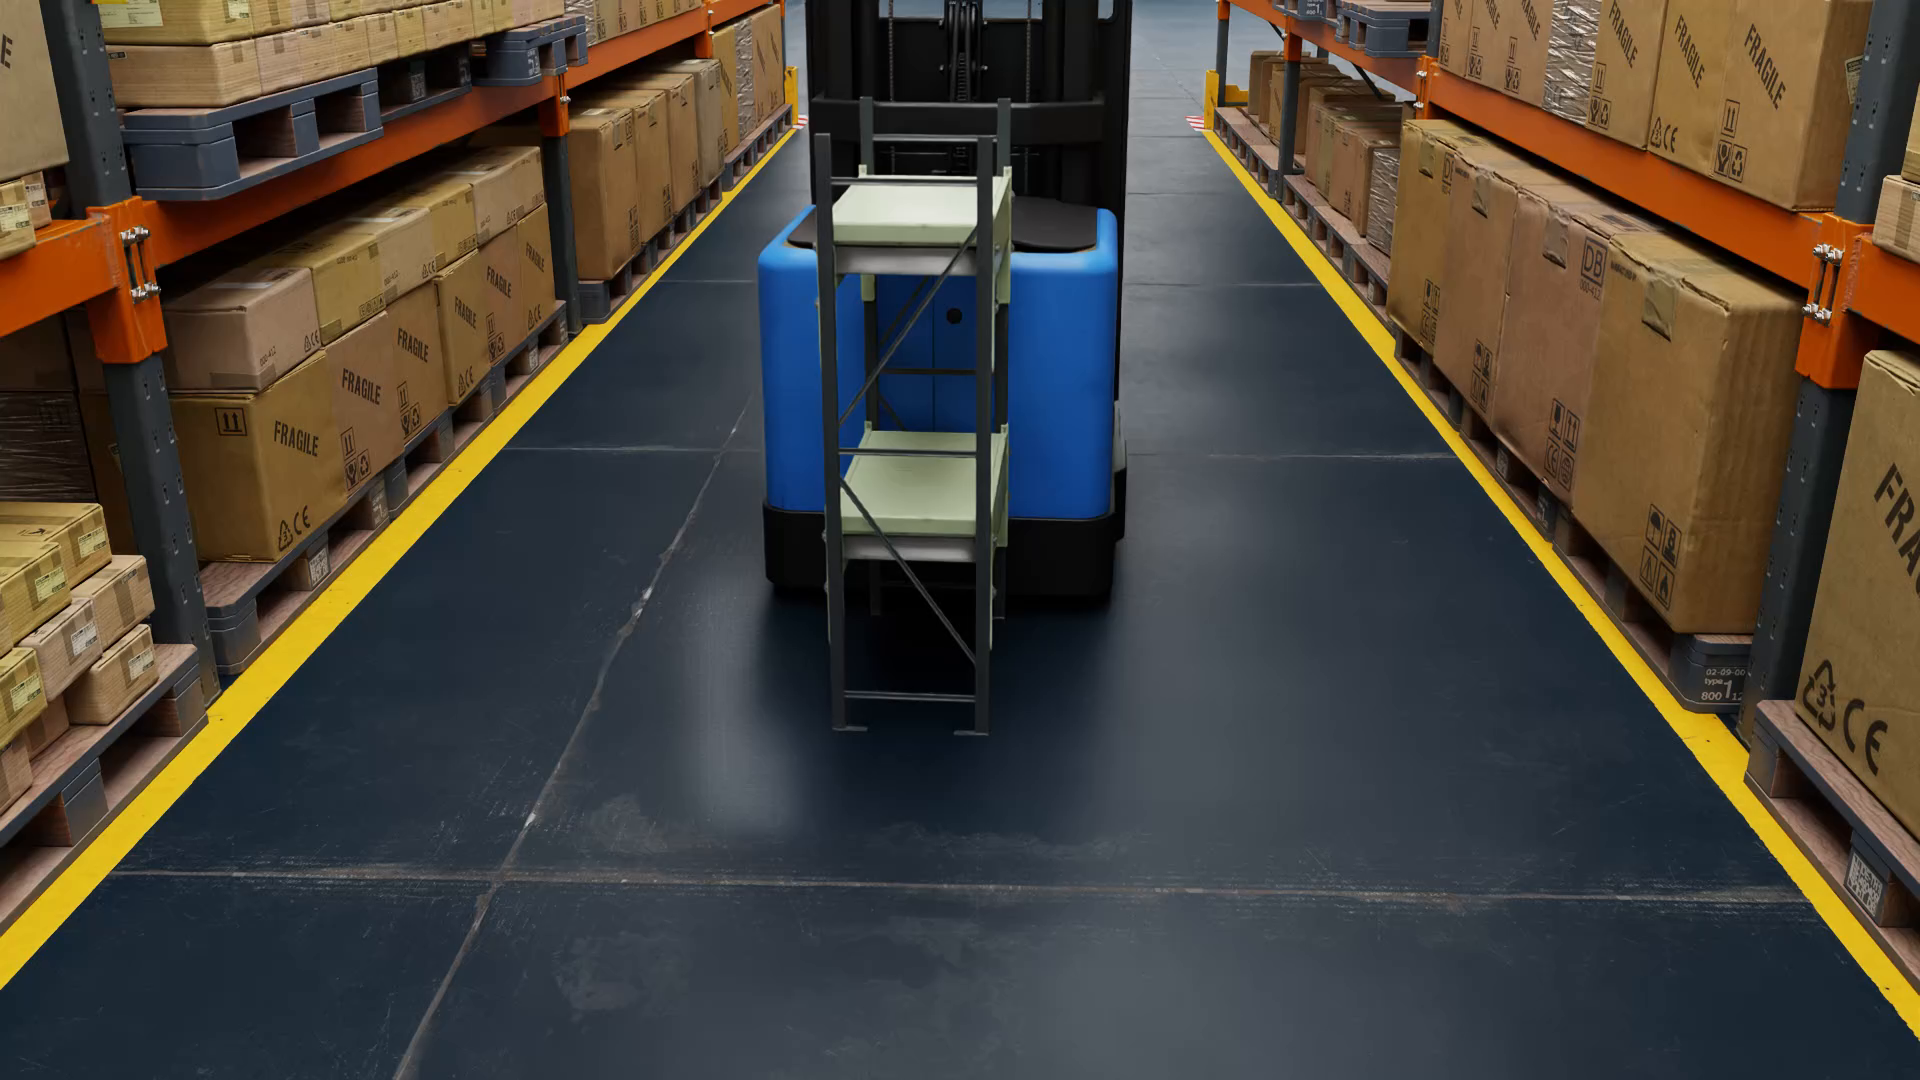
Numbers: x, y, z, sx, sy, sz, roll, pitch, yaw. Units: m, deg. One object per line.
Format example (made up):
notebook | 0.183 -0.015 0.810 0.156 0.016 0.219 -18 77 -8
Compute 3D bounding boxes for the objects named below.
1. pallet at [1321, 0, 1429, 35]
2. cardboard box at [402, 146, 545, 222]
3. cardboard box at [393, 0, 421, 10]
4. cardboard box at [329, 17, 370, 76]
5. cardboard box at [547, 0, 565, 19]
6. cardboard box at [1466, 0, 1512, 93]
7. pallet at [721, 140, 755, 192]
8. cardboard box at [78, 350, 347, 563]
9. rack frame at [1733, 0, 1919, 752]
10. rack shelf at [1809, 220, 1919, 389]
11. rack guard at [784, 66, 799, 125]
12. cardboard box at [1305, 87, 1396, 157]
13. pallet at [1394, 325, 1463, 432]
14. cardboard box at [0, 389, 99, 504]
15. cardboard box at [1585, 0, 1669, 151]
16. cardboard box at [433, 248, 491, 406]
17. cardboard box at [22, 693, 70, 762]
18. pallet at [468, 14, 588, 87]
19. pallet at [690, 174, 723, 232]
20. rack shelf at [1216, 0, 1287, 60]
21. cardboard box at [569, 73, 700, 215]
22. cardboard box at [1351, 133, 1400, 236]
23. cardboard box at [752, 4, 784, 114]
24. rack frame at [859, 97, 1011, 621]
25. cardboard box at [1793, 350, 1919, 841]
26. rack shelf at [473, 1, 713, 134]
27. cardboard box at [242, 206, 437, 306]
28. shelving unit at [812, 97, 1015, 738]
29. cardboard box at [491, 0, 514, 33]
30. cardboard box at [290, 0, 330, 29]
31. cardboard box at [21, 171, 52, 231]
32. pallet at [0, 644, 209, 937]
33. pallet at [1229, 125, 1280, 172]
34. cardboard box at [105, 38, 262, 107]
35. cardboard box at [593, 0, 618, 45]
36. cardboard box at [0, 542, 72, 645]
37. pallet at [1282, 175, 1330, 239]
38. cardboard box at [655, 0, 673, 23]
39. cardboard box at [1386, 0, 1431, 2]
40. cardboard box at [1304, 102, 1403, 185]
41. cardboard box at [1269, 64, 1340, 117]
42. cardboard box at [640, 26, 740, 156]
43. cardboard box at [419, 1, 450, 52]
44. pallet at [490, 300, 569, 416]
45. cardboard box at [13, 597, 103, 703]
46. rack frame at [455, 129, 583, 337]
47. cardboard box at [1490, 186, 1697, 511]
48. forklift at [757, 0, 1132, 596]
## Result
pallet | 2.617 -2.948 9.244 1.003 0.211 1.213 1 21 2
cardboard box | -2.116 -1.542 7.194 0.500 0.250 0.500 0 21 0
cardboard box | -1.972 -1.795 5.364 0.380 0.149 0.250 0 21 1
cardboard box | -1.984 -1.463 4.920 0.380 0.149 0.250 1 21 2
cardboard box | -1.913 -2.307 7.095 0.380 0.149 0.250 1 21 3
cardboard box | 2.297 -2.008 6.420 0.500 0.500 0.500 0 21 0
pallet | -2.134 -2.832 12.537 1.003 0.211 1.213 1 21 2
cardboard box | -2.191 -0.260 4.929 0.500 0.500 0.500 1 21 4
rack frame | 2.476 -0.875 3.636 1.000 3.000 0.127 1 21 2
rack shelf | 2.415 0.184 1.903 1.077 0.370 4.000 1 21 2
rack guard | -2.113 -4.148 15.528 1.175 0.500 0.348 1 21 2
cardboard box | 2.771 -2.942 11.839 0.500 0.500 0.500 0 21 0
pallet | 2.498 -0.737 7.136 1.003 0.211 1.213 1 21 2
cardboard box | -2.708 -0.267 4.944 0.500 0.500 0.500 0 21 1
cardboard box | 2.248 -1.461 5.010 0.500 0.500 0.500 0 21 1
cardboard box | -2.135 -0.823 6.377 0.500 0.500 0.500 0 21 -1
cardboard box | -2.242 0.406 3.696 0.380 0.149 0.250 1 21 3
pallet | -2.272 -2.064 6.966 1.213 0.211 1.003 1 21 2
pallet | -2.184 -2.278 11.109 1.003 0.211 1.213 1 21 2
rack shelf | 2.780 -4.155 13.085 1.077 0.370 4.000 1 21 2
cardboard box | -2.198 -2.431 10.177 1.050 0.750 0.750 1 21 2
cardboard box | 2.612 -2.009 9.407 0.700 0.500 0.500 2 21 6
cardboard box | -2.068 -4.264 14.728 0.875 0.875 0.875 1 21 2
rack frame | -0.066 -0.469 4.664 0.400 1.500 0.023 2 21 4
cardboard box | 2.376 0.158 3.332 0.875 0.875 0.875 1 21 2
rack shelf | -2.296 -2.800 9.593 1.077 0.370 4.000 1 21 2
cardboard box | -2.159 -0.987 5.764 0.500 0.250 0.500 1 21 4
shelving unit | -0.096 -0.337 4.324 0.431 1.500 0.755 2 21 4
cardboard box | -1.941 -2.034 6.392 0.380 0.149 0.250 0 21 1
cardboard box | -1.994 -1.508 4.623 0.380 0.149 0.250 1 21 3
cardboard box | -2.253 -0.743 3.644 0.380 0.149 0.250 0 21 1
pallet | -2.464 0.577 3.749 1.003 0.211 1.213 1 21 2
pallet | 2.739 -3.153 13.362 1.003 0.211 1.213 1 21 2
cardboard box | -2.007 -1.182 4.195 0.380 0.149 0.250 0 21 -1
cardboard box | -2.061 -2.802 8.465 0.500 0.500 0.500 0 21 1
cardboard box | -2.198 0.115 3.625 0.380 0.149 0.250 1 21 2
pallet | 2.697 -2.186 10.870 1.003 0.211 1.213 1 21 2
cardboard box | -2.015 -3.348 9.872 0.500 0.500 0.500 1 21 2
cardboard box | 2.491 -2.962 8.297 0.700 0.500 0.500 4 22 10
cardboard box | 2.679 -2.585 10.892 0.700 0.500 0.500 -1 21 -3
cardboard box | 2.783 -3.576 13.473 0.500 0.500 0.500 3 21 7
cardboard box | -2.146 -3.290 12.219 0.875 0.875 0.875 1 21 2
cardboard box | -1.962 -1.745 5.646 0.380 0.149 0.250 0 21 -1
pallet | -2.382 -0.830 7.375 1.003 0.211 1.213 1 21 2
cardboard box | -2.166 0.244 3.702 0.380 0.149 0.250 0 21 -1
rack frame | -2.357 -2.412 7.599 1.000 3.000 0.127 1 21 2
cardboard box | 2.502 -0.635 5.374 1.225 0.875 0.875 0 21 0
forklift | 0.049 -1.691 5.834 1.130 2.935 3.031 2 21 4
